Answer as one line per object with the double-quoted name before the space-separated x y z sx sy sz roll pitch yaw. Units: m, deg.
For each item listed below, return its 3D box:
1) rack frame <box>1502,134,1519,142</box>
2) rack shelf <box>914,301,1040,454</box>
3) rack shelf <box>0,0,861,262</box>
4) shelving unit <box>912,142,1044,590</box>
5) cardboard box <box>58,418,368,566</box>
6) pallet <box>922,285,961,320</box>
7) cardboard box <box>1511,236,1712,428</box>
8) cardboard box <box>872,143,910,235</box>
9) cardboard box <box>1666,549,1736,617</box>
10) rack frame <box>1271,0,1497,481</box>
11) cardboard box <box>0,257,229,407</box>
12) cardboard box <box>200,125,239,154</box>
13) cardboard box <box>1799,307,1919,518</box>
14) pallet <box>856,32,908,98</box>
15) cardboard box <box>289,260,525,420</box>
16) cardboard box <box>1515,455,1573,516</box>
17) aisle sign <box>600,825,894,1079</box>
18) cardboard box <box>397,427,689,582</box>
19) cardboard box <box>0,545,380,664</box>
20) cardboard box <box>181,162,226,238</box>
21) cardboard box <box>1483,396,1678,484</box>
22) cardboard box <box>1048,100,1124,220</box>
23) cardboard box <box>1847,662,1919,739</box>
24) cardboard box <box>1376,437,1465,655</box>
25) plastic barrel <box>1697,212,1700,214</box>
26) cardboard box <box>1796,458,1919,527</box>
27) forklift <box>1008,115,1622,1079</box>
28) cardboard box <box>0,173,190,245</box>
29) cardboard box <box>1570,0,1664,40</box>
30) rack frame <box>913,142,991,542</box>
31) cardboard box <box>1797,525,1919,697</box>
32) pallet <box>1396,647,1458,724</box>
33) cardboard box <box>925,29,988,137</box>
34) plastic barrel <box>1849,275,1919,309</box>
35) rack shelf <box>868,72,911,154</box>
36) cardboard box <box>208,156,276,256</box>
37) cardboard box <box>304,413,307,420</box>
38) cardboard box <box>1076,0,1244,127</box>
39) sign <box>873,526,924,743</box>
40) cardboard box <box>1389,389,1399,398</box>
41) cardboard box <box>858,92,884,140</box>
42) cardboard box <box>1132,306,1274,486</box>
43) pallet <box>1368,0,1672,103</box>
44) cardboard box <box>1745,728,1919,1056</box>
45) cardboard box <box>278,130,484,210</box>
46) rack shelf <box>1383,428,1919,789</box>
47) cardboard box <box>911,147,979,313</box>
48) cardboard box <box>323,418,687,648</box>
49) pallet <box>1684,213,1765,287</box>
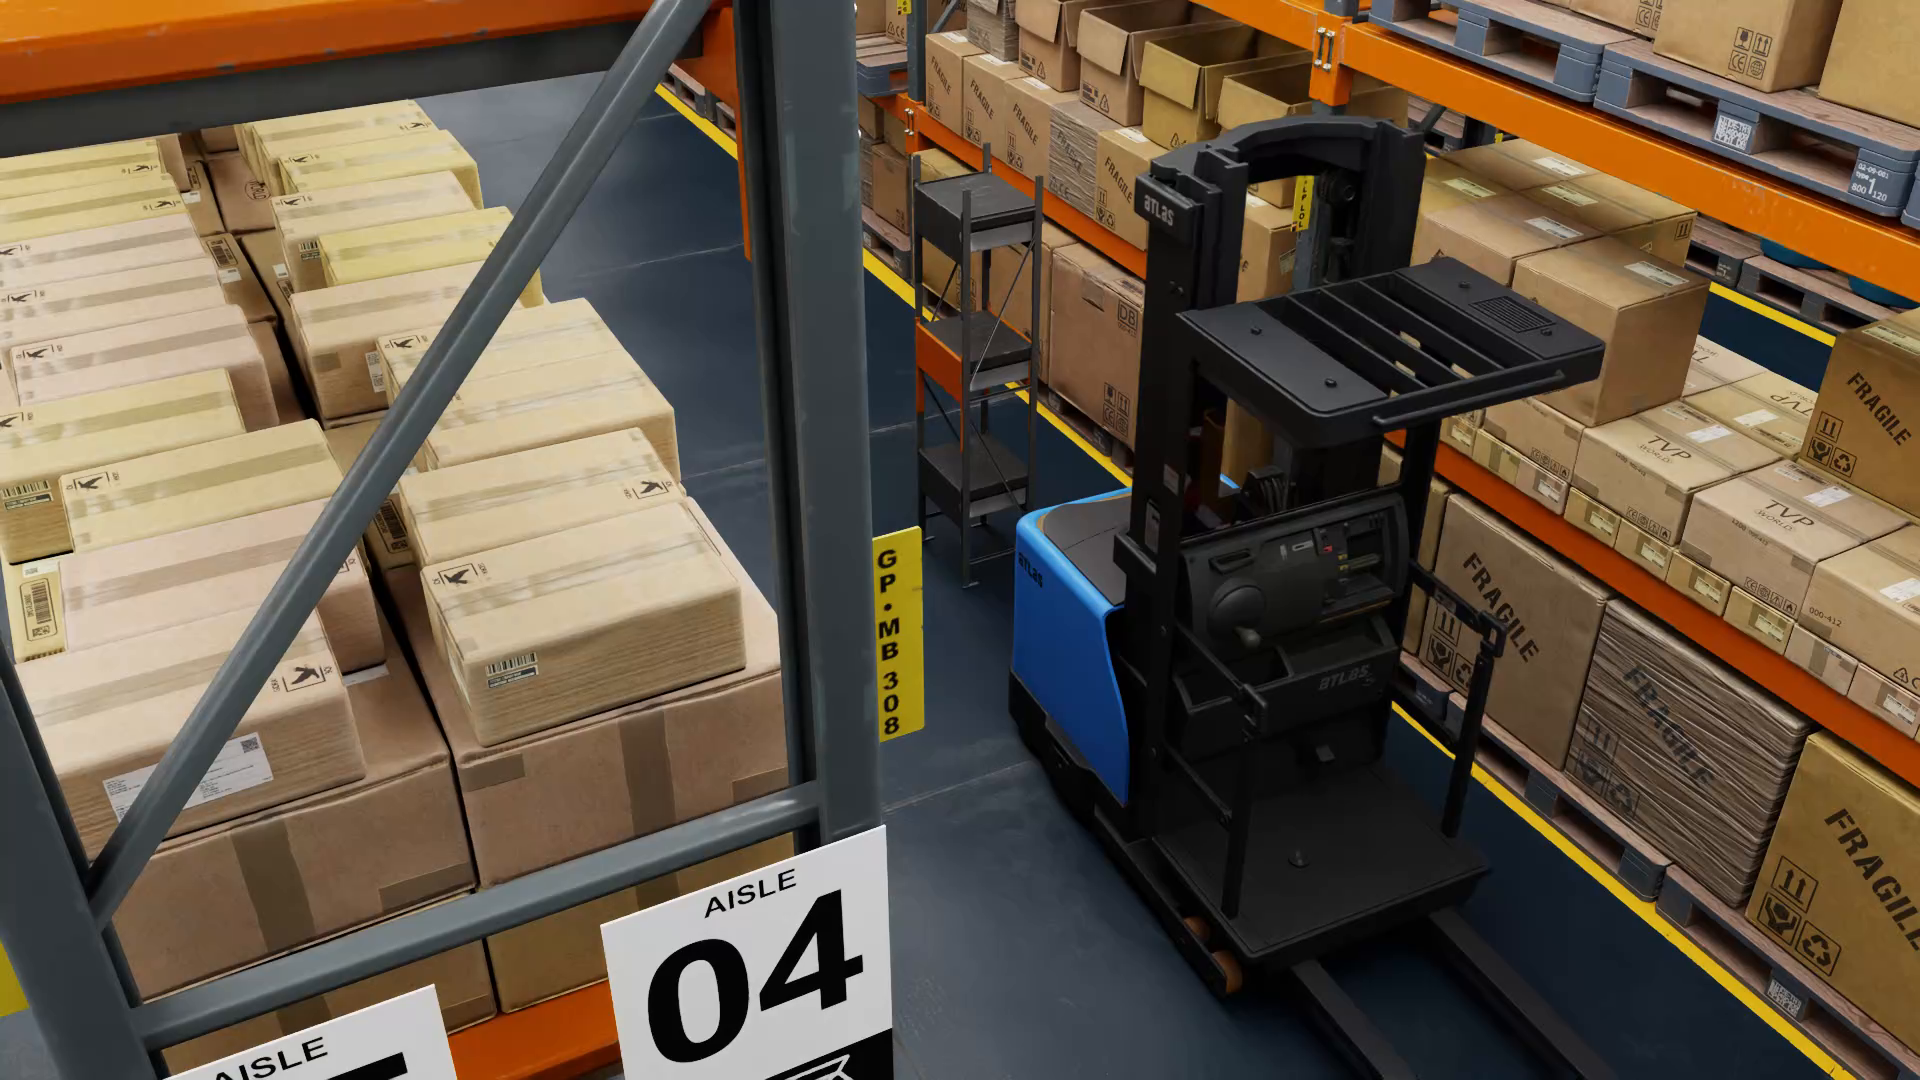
"rack frame" 4.513 -4.363 12.780 1.000 3.000 0.127 -16 36 -23
"rack shelf" 0.077 -0.794 8.068 0.431 0.518 0.480 -16 36 -23
"rack shelf" -1.507 -1.277 3.071 1.077 0.370 4.000 -16 36 -23
"shelving unit" 0.077 -0.805 8.060 0.431 2.100 0.503 -16 36 -23
"cardboard box" -1.138 -0.028 2.539 0.380 0.149 0.250 -17 36 -25
"pallet" 0.432 -1.548 10.971 1.003 0.211 1.213 -16 36 -23
"cardboard box" 2.463 -0.810 6.401 0.500 0.500 0.500 -17 36 -25
"cardboard box" -0.199 -2.565 11.882 0.700 0.500 0.500 -18 37 -26
"cardboard box" 2.805 0.108 6.033 0.380 0.149 0.250 -16 36 -23
"rack frame" 1.996 -1.209 7.856 1.000 3.000 0.127 -16 36 -23
"cardboard box" -1.558 -0.383 3.092 0.380 0.149 0.250 -15 36 -22
"cardboard box" -1.750 -1.122 4.247 0.380 0.149 0.250 -15 35 -21
"cardboard box" 3.396 -0.459 5.854 0.500 0.500 0.500 -17 36 -24
"pallet" -0.296 -3.350 11.376 1.213 0.211 1.003 -16 36 -23
"cardboard box" -1.015 -0.377 3.083 0.380 0.149 0.250 -15 36 -22
"cardboard box" 2.444 -0.260 6.607 0.380 0.149 0.250 -15 36 -23
"aisle sign" -0.275 0.764 2.366 0.394 0.787 0.004 -16 36 -23
"cardboard box" -0.627 -0.017 2.521 0.380 0.149 0.250 -14 35 -21
"cardboard box" -1.253 0.090 2.724 0.500 0.250 0.500 -17 36 -24
"cardboard box" -1.976 -0.647 3.874 0.500 0.250 0.500 -15 36 -22
"cardboard box" 2.457 -0.496 6.607 0.500 0.250 0.500 -15 36 -22
"cardboard box" 0.833 -2.131 9.203 0.500 0.500 0.500 -16 36 -23
"cardboard box" 3.164 0.475 5.461 0.380 0.149 0.250 -16 36 -23
"cardboard box" 2.233 -0.156 7.793 0.875 0.875 0.875 -16 36 -23
"plastic barrel" 5.282 -2.757 12.118 0.600 0.588 0.708 -16 36 -23
"cardboard box" 3.397 -0.146 6.060 0.500 0.250 0.500 -17 36 -25
"forklift" 1.300 0.173 5.764 1.130 2.935 3.031 -14 35 -21
"cardboard box" -1.814 -0.627 3.473 0.380 0.149 0.250 -17 36 -25
"cardboard box" 2.661 -2.117 5.918 0.700 0.500 0.500 -14 35 -21
"rack frame" -0.037 -0.922 8.242 0.400 2.100 0.015 -16 36 -23
"cardboard box" 3.164 0.231 5.471 0.500 0.250 0.500 -17 36 -24
"pallet" 2.281 0.348 8.011 1.003 0.211 1.213 -16 36 -23
"cardboard box" 0.117 -2.859 10.340 0.500 0.500 0.500 -15 35 -22
"plastic barrel" 6.139 -2.012 10.665 0.600 0.901 0.708 -16 36 -23
"rack shelf" -0.802 -3.769 12.519 1.077 0.370 4.000 -16 36 -23
"cardboard box" -1.519 -0.765 4.058 0.500 0.250 0.500 -14 35 -21
"cardboard box" -1.282 -0.323 3.832 0.500 0.250 0.500 -16 36 -23
"cardboard box" 1.077 -2.599 9.003 0.797 0.503 0.637 -15 35 -22
"sign" -0.094 0.132 2.173 0.100 0.325 0.005 -16 36 -23
"cardboard box" 2.086 -0.627 7.181 0.380 0.149 0.250 -15 35 -22
"cardboard box" -0.464 -3.129 12.067 0.500 0.250 0.500 -12 35 -18
"cardboard box" 1.680 -0.791 8.785 1.225 0.875 0.875 -16 36 -23
"pallet" 2.368 -2.041 6.457 1.003 0.211 1.213 -16 36 -23
"cardboard box" 3.492 1.133 5.782 0.875 0.875 0.875 -16 36 -23
"cardboard box" -1.289 -0.781 3.713 0.380 0.149 0.250 -17 36 -24
"rack shelf" 2.928 0.049 6.560 1.077 0.370 4.000 -16 36 -23
"cardboard box" 0.434 -2.065 10.773 1.225 0.875 0.875 -18 37 -25
"cardboard box" -0.793 -0.034 2.918 0.500 0.250 0.500 -16 36 -24
"pallet" 5.482 -2.242 12.054 1.003 0.211 1.213 -16 36 -23
